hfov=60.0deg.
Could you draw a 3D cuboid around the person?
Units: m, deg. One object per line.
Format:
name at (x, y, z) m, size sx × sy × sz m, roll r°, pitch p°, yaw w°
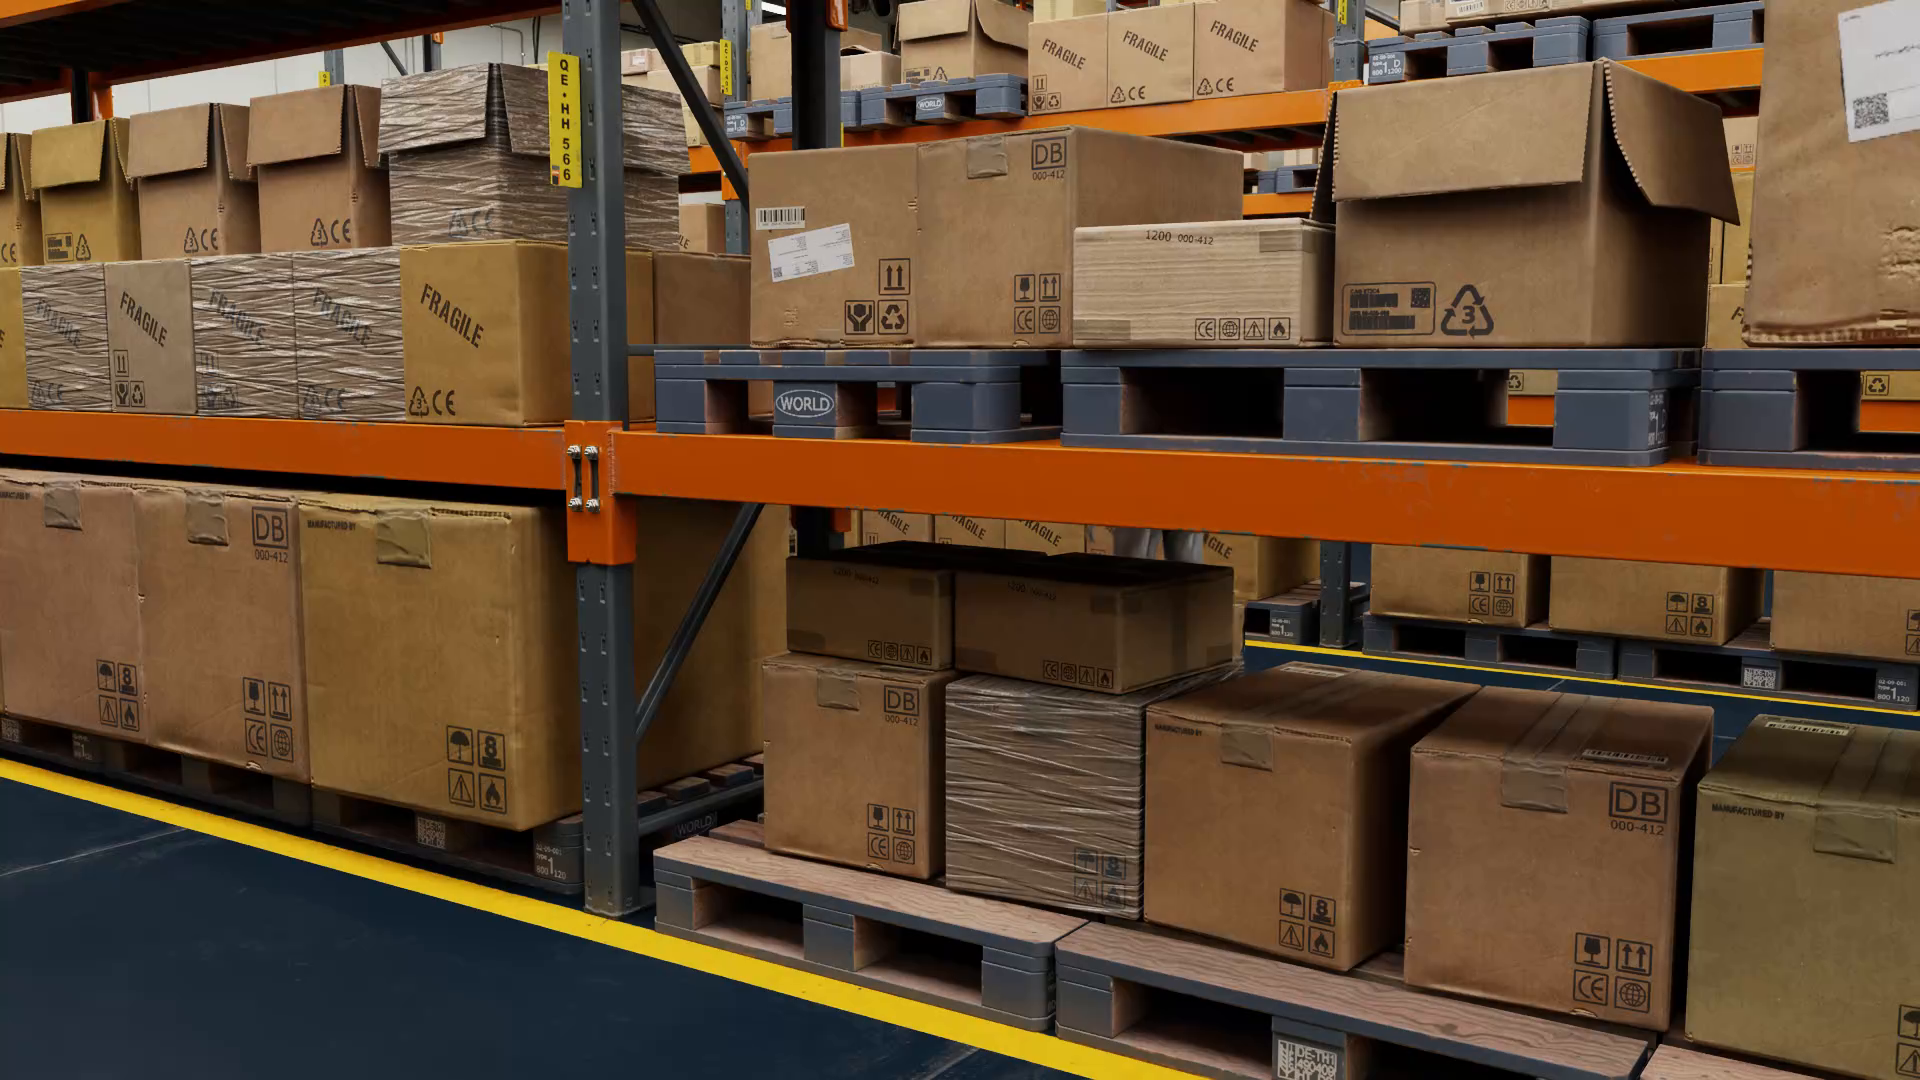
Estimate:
person at (0.807, -0.114, 6.717) m, size 0.583 × 1.690 × 0.355 m, roll -2°, pitch 7°, yaw -18°
